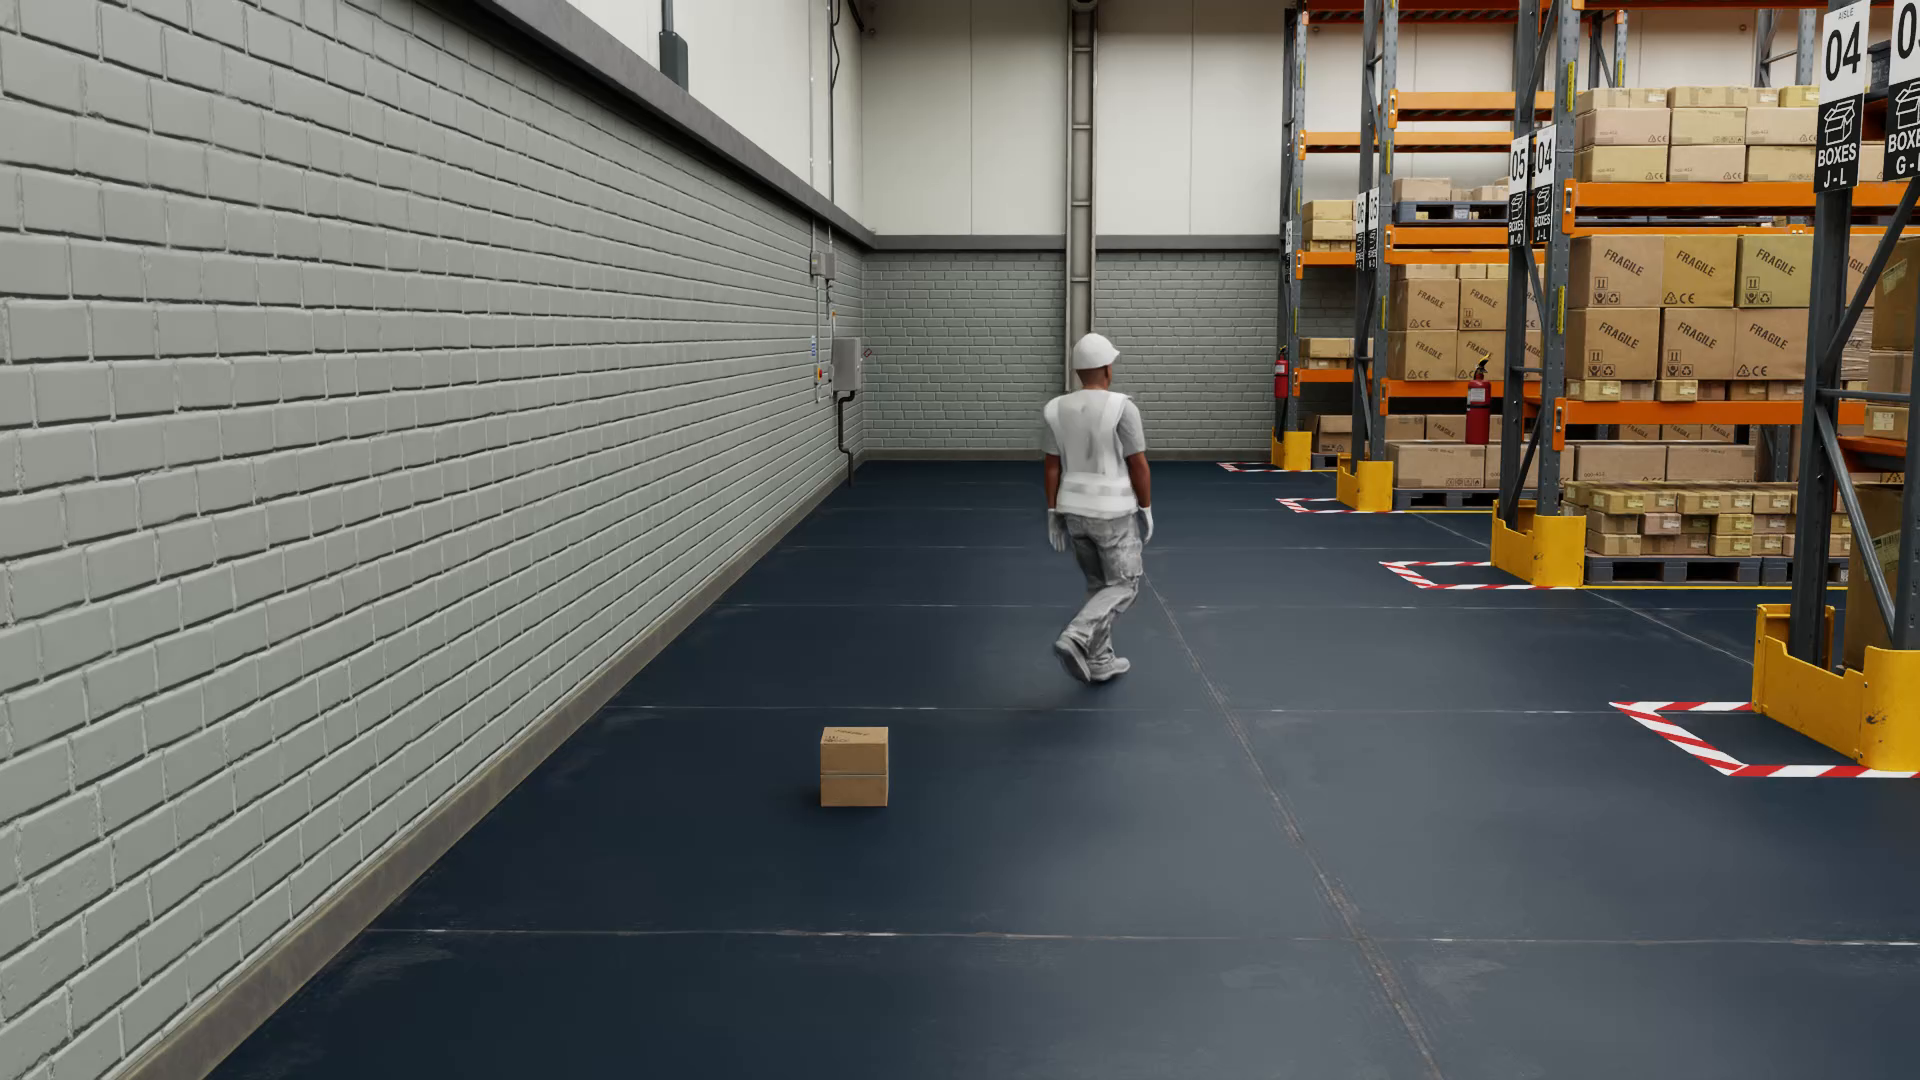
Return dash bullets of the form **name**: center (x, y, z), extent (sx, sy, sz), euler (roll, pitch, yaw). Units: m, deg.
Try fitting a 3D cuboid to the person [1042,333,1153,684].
- **person**: center (0.669, -0.137, 8.231), extent (0.540, 1.757, 0.831), euler (6, 9, 39)
